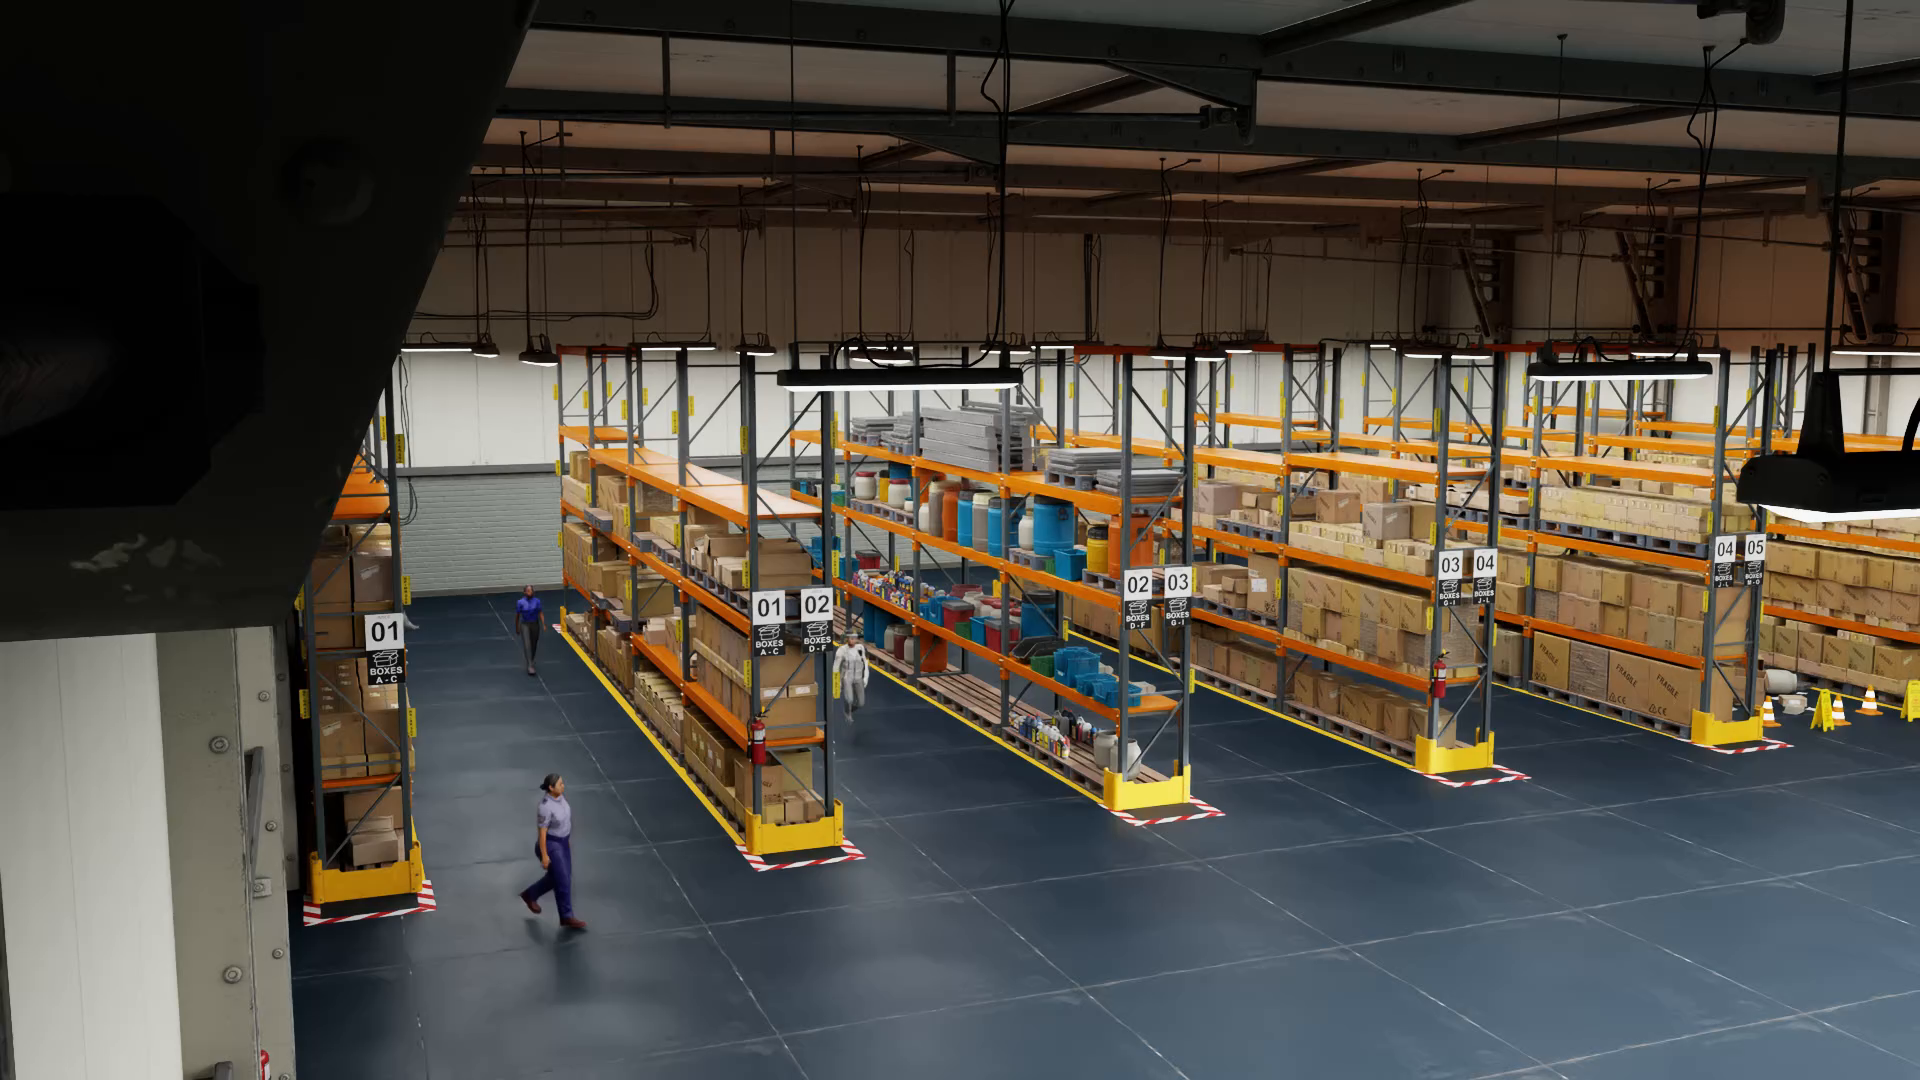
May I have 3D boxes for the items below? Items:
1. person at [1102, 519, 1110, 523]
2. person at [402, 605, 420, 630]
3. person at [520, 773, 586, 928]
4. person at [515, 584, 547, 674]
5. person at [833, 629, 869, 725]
[{"bbox_3d":[3.603,0.279,41.448,0.355,1.627,0.478,0,7,0],"label":"person"},{"bbox_3d":[-11.868,1.092,34.769,1.018,1.612,0.438,-3,8,-25],"label":"person"},{"bbox_3d":[-4.343,3.271,17.739,0.803,1.618,0.529,1,7,9],"label":"person"},{"bbox_3d":[-7.960,1.662,30.831,0.527,1.492,1.021,-3,8,-24],"label":"person"},{"bbox_3d":[-1.692,2.141,25.792,0.583,1.584,0.670,-3,8,-22],"label":"person"}]
